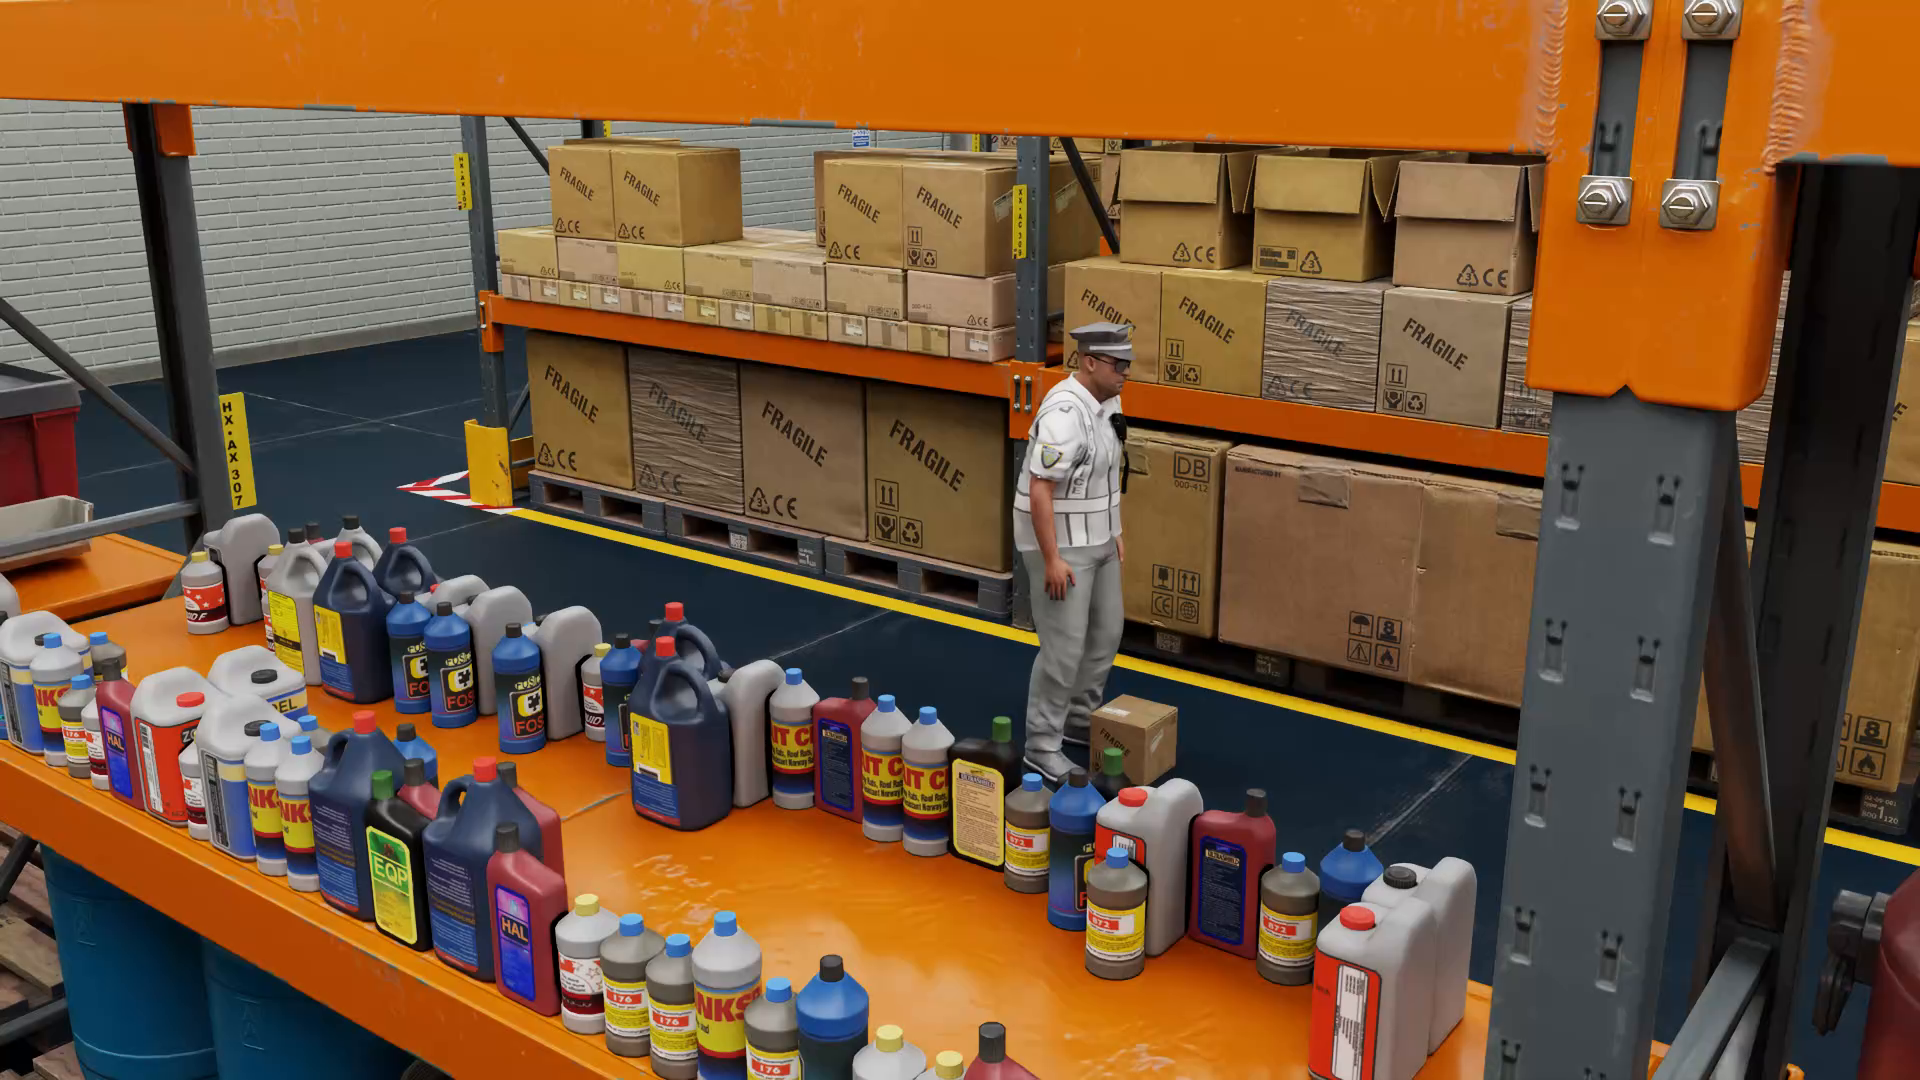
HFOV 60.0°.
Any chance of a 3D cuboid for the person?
[{"bbox_3d":[0.448,0.021,6.451,0.438,1.748,0.607,10,19,31],"label":"person"}]
